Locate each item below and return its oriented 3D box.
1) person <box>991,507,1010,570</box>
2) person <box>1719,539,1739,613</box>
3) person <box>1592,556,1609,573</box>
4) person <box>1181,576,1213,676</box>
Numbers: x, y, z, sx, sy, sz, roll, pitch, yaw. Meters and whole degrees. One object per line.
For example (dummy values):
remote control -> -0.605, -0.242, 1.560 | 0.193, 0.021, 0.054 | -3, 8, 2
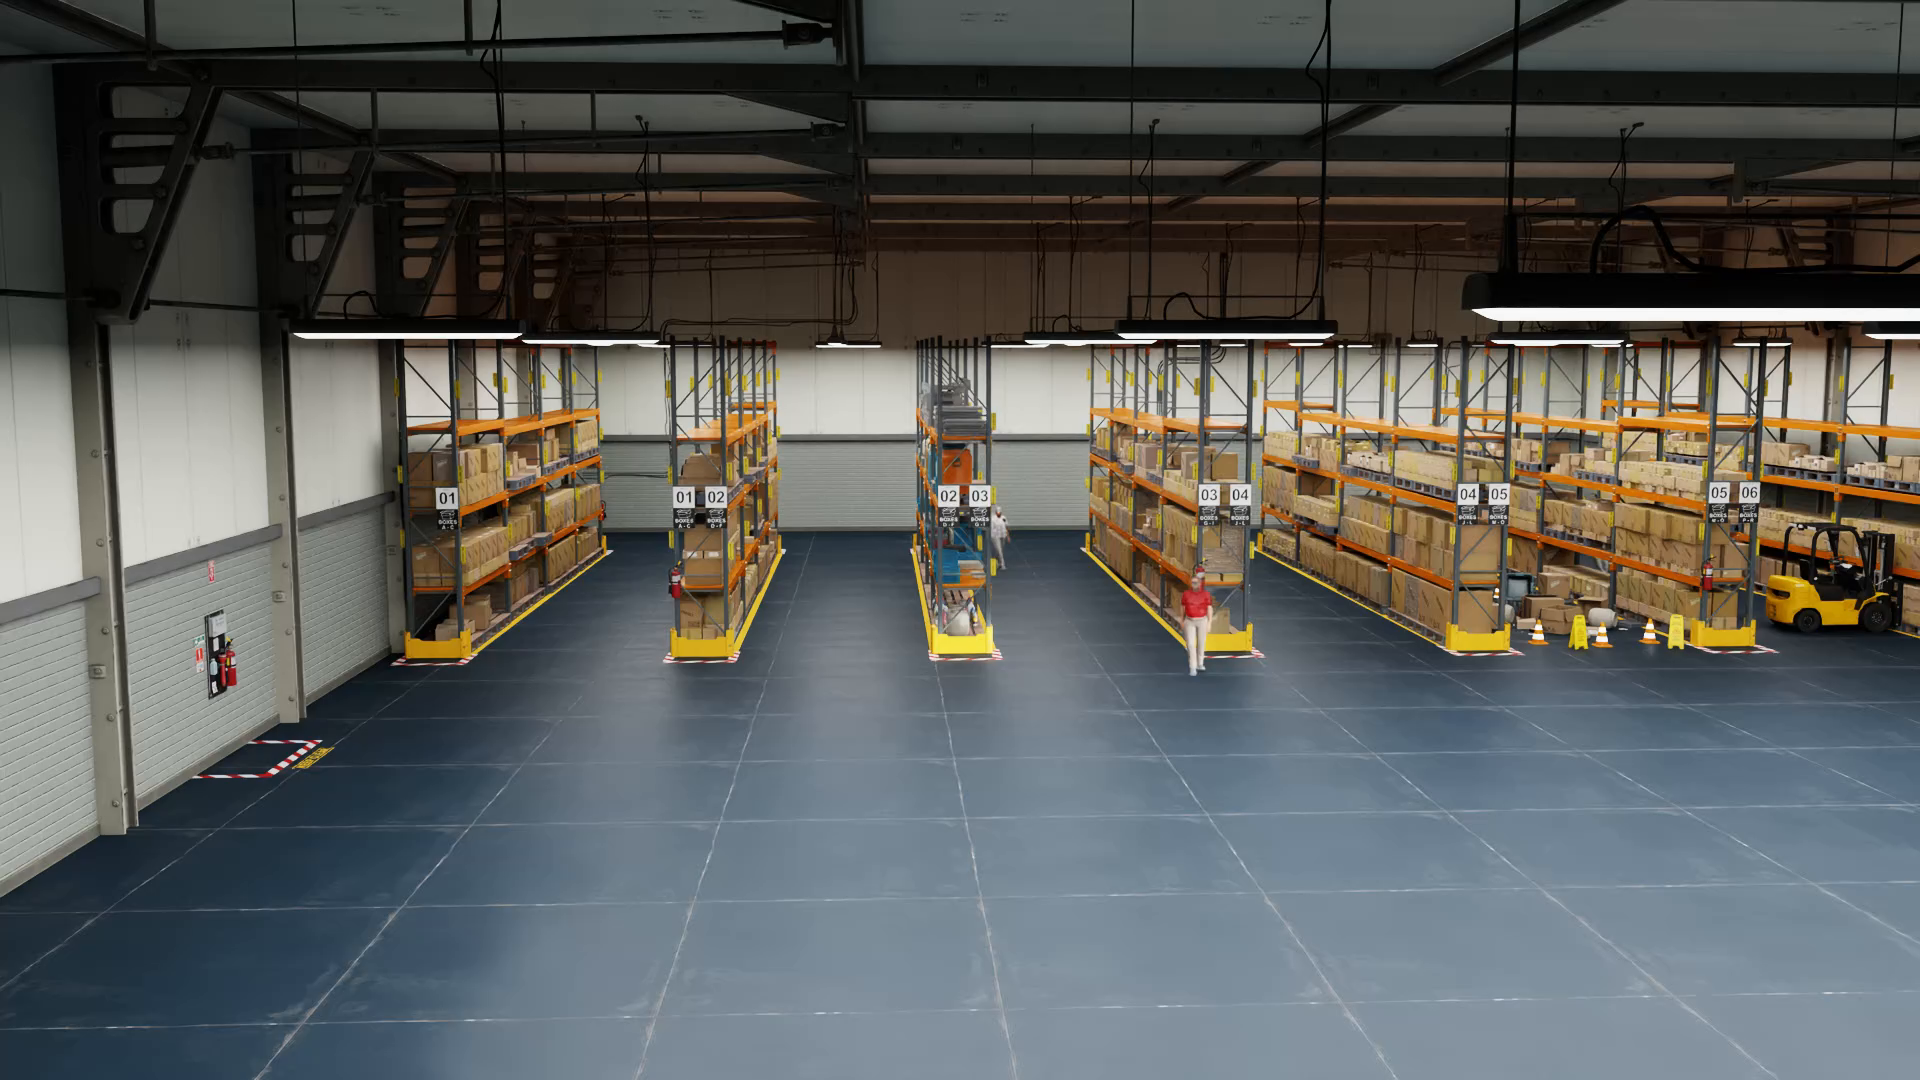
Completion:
person -> 1.074, -0.066, 43.777 | 0.516, 1.628, 0.931 | -4, 8, -32
person -> 16.875, 0.802, 36.414 | 0.447, 1.705, 0.595 | -1, 7, -8
person -> 16.367, 0.101, 42.293 | 0.517, 1.707, 0.367 | -4, 7, -29
person -> 4.218, 1.537, 29.631 | 0.558, 1.783, 0.717 | 0, 7, 4
